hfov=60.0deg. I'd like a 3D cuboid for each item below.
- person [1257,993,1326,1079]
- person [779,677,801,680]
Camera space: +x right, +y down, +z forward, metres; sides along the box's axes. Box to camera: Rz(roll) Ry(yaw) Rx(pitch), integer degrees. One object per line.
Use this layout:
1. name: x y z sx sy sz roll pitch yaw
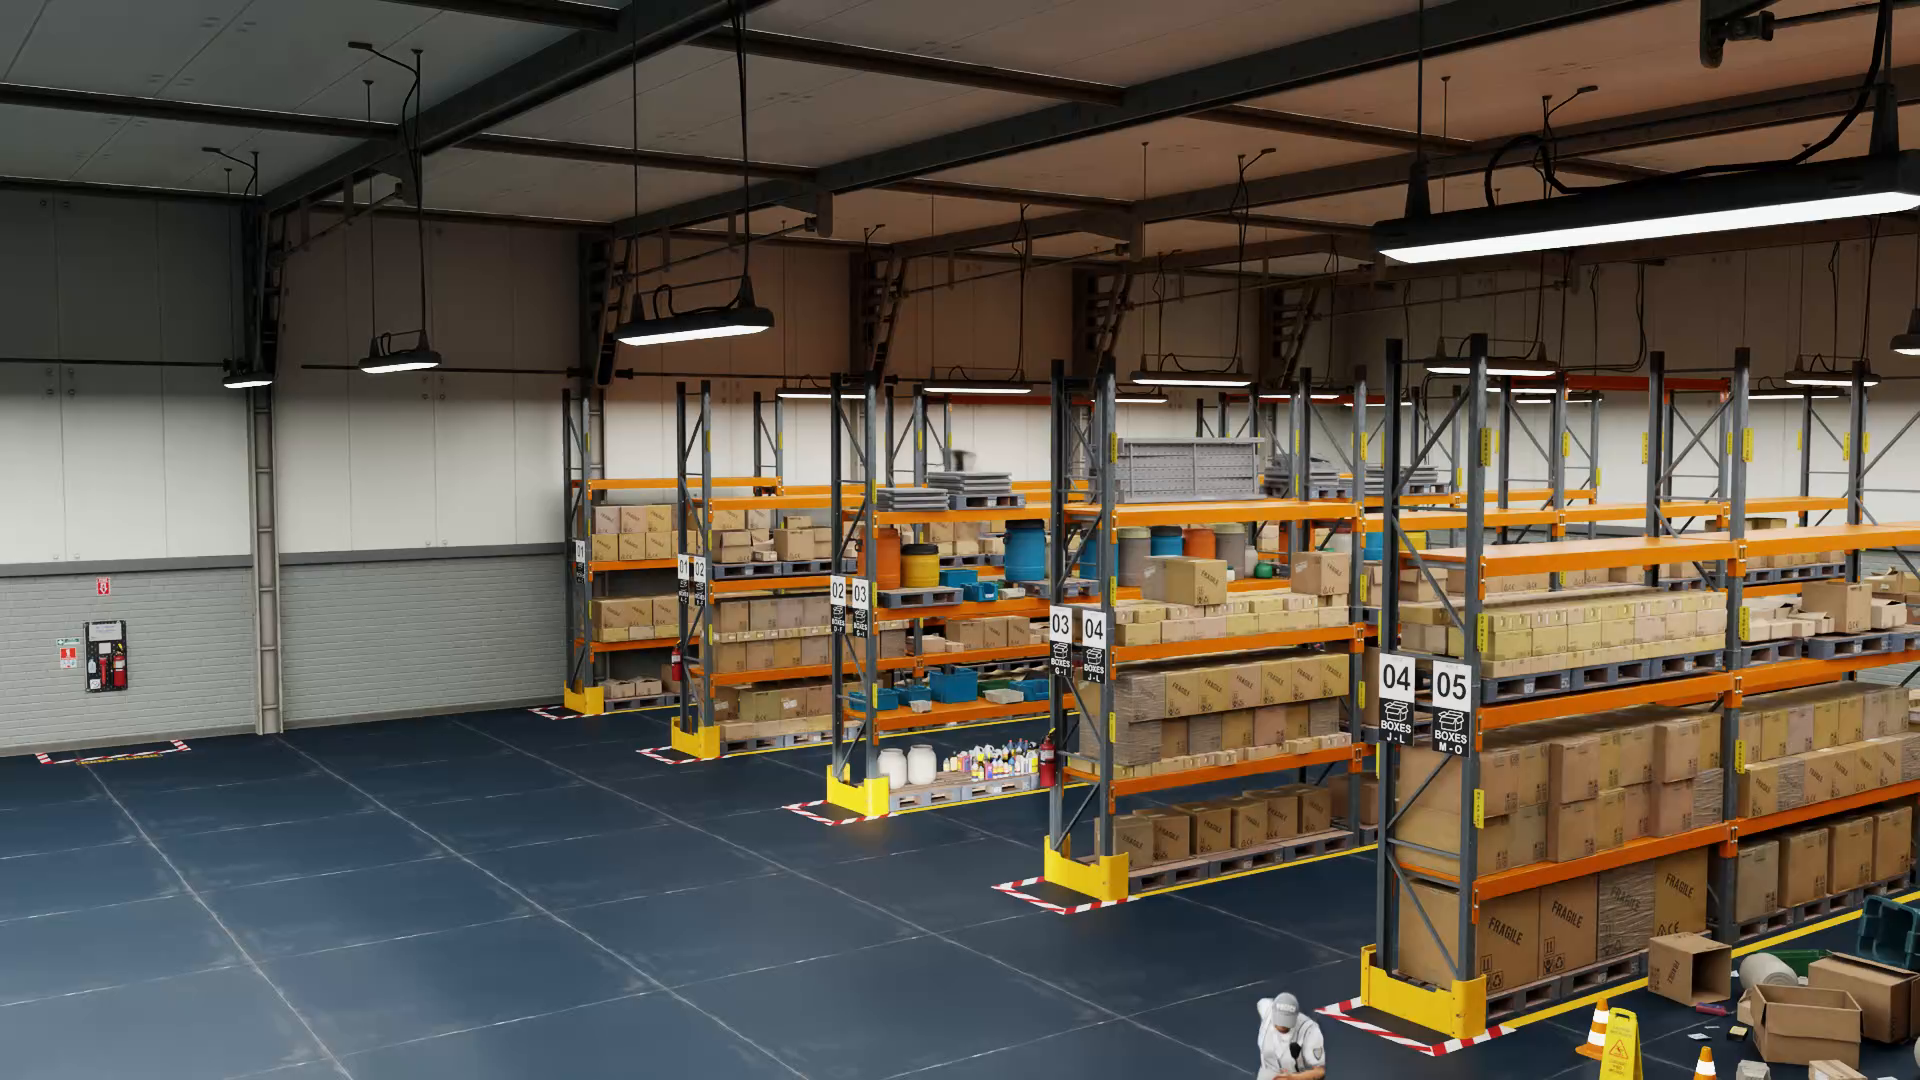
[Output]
1. person: 2.241 3.715 11.403 0.622 1.417 0.950 2 4 29
2. person: -3.105 2.416 29.601 0.940 1.691 0.653 -4 5 -44
